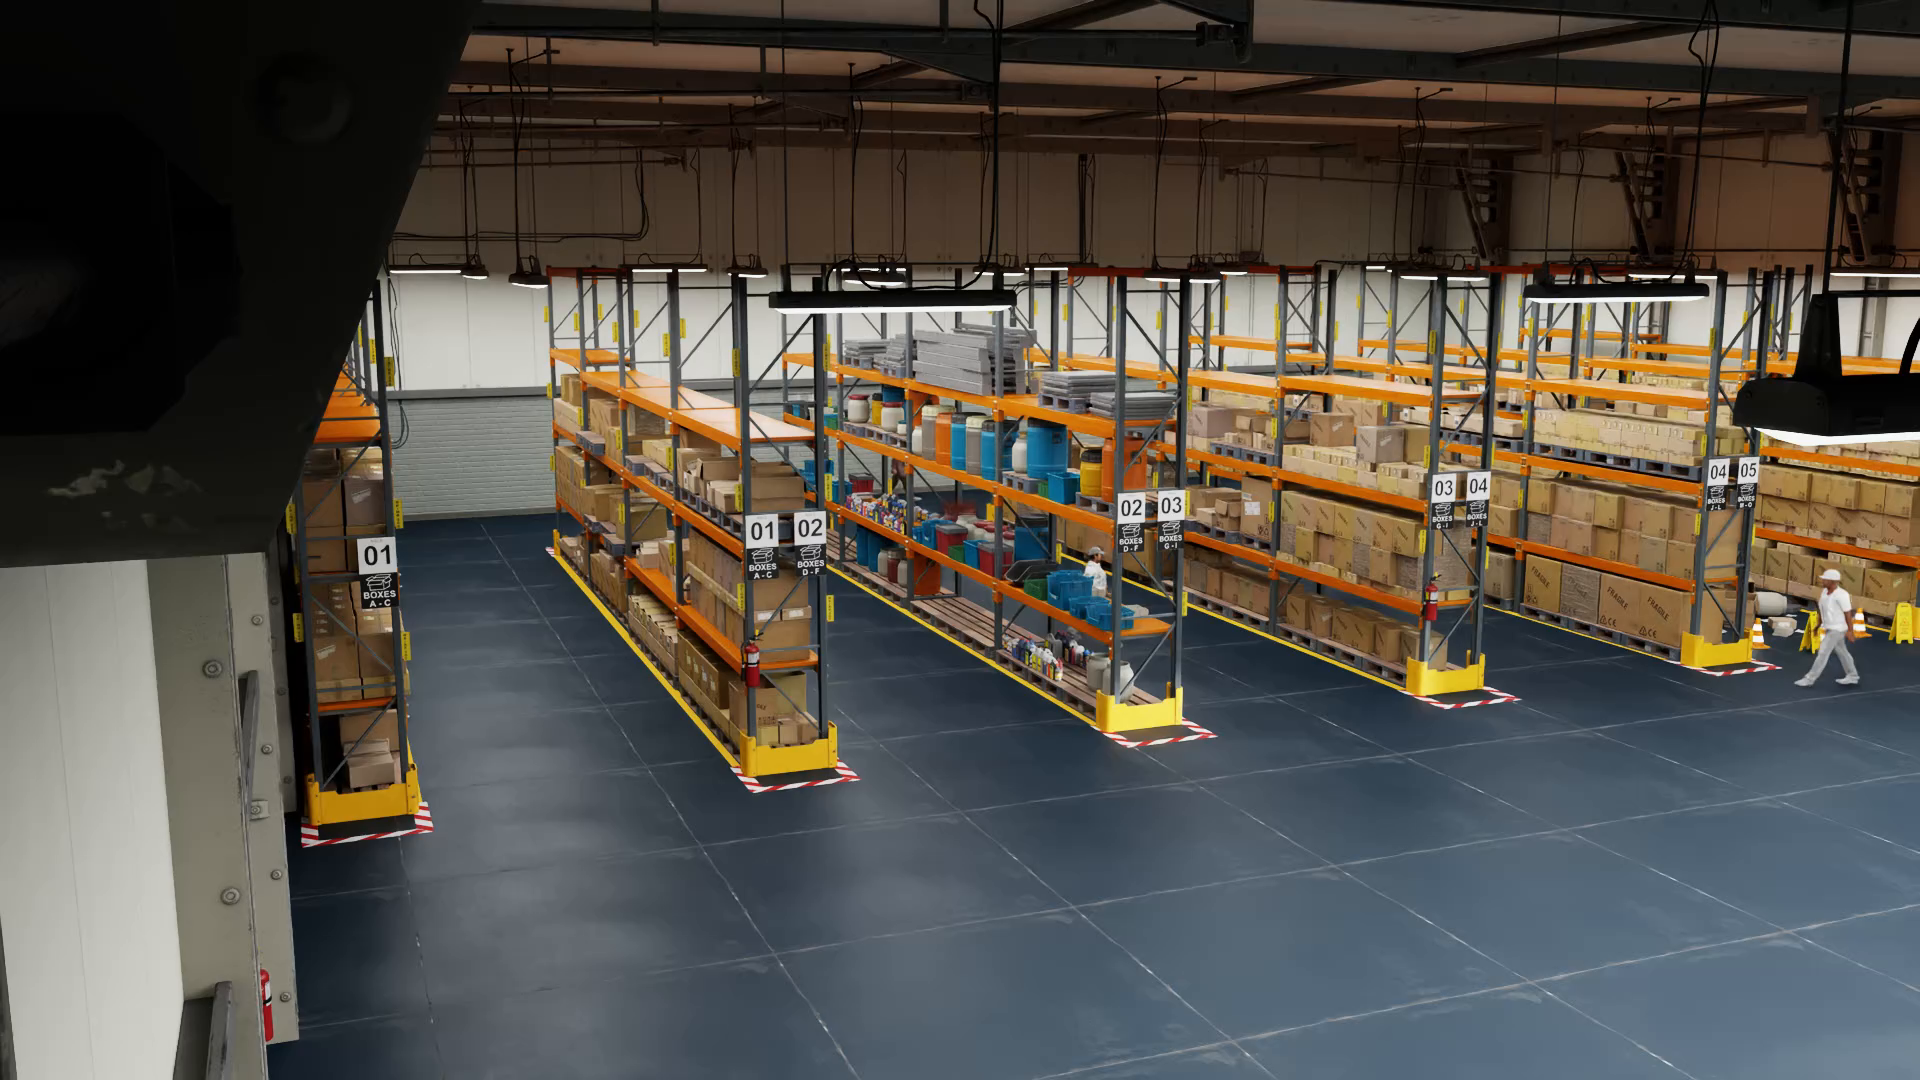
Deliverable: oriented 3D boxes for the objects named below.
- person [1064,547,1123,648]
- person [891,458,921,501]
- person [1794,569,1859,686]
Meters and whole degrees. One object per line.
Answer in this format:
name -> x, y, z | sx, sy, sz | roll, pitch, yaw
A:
person -> 2.169, 0.911, 26.848 | 0.993, 1.607, 0.543 | 2, 10, 9
person -> -1.496, -1.837, 42.114 | 1.038, 1.741, 0.618 | 1, 10, 3
person -> 12.697, 1.269, 24.285 | 0.981, 1.699, 0.616 | 1, 10, 5
